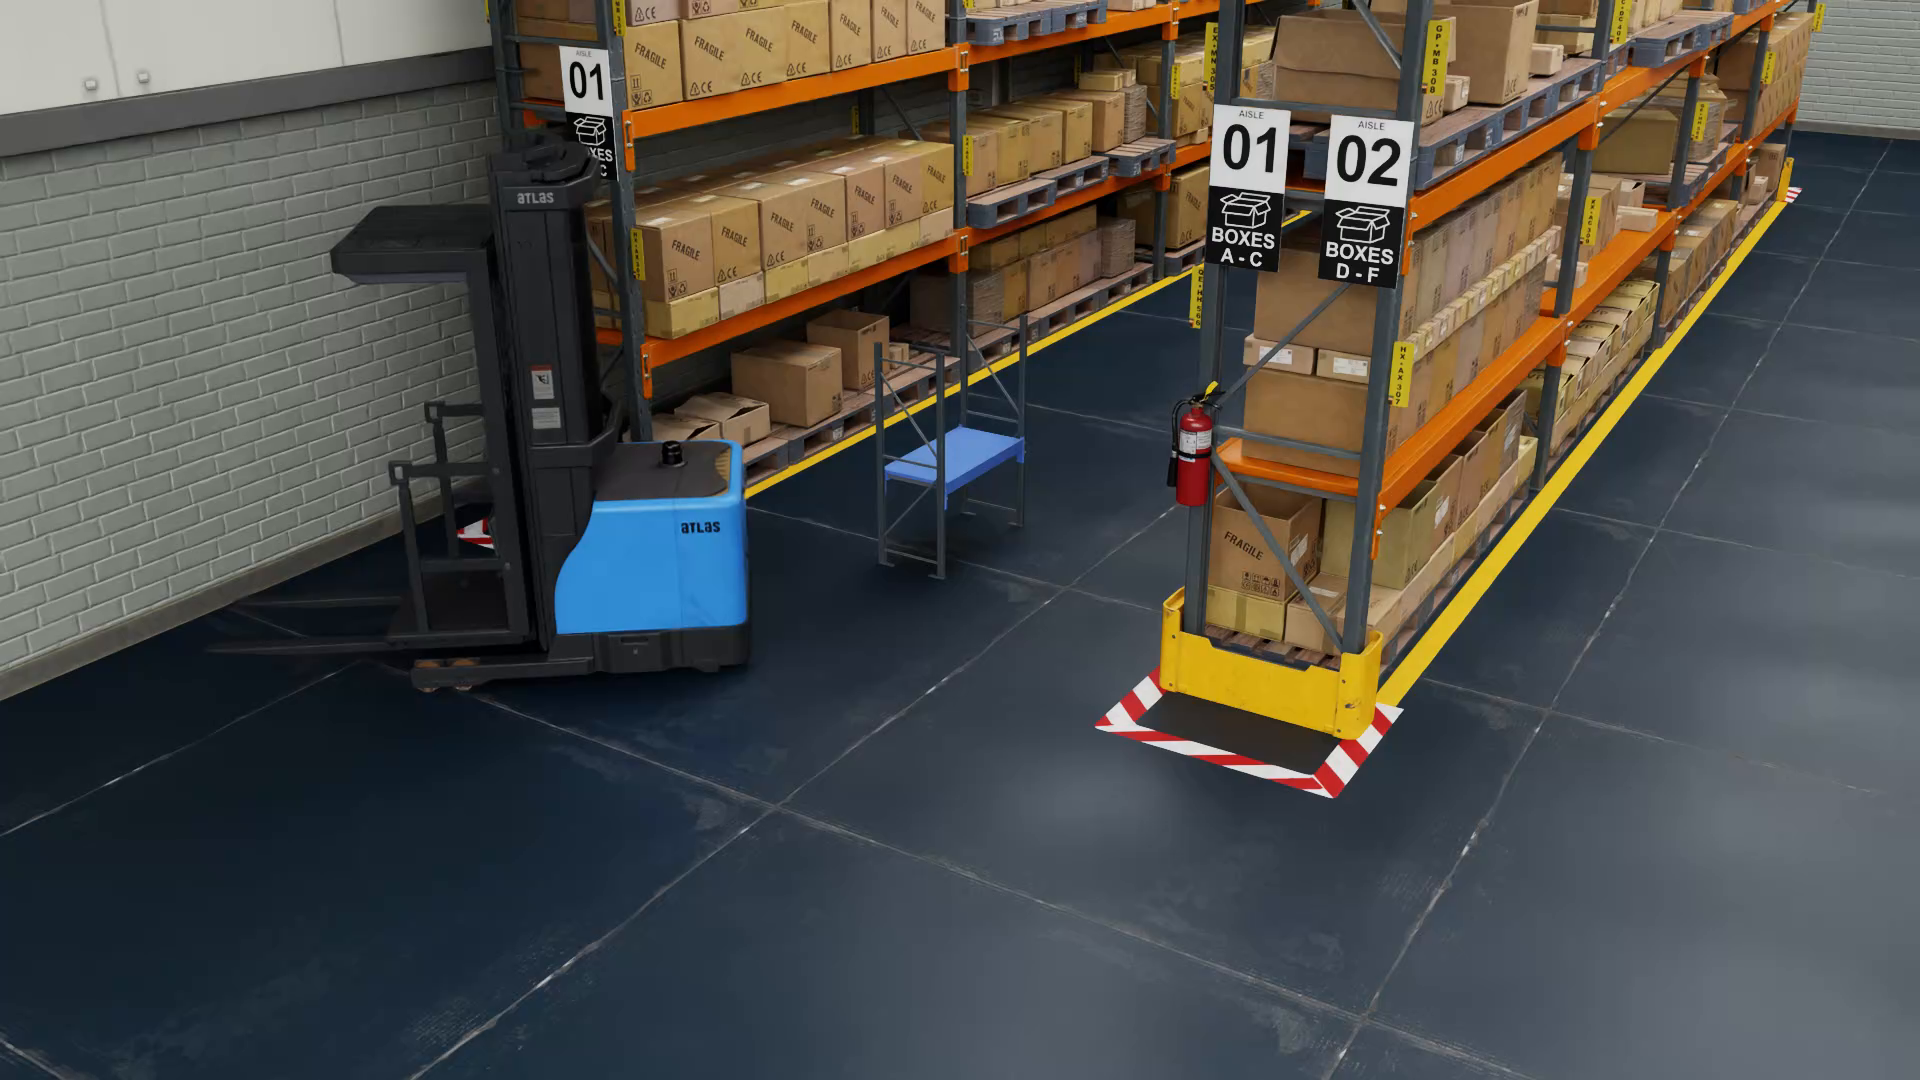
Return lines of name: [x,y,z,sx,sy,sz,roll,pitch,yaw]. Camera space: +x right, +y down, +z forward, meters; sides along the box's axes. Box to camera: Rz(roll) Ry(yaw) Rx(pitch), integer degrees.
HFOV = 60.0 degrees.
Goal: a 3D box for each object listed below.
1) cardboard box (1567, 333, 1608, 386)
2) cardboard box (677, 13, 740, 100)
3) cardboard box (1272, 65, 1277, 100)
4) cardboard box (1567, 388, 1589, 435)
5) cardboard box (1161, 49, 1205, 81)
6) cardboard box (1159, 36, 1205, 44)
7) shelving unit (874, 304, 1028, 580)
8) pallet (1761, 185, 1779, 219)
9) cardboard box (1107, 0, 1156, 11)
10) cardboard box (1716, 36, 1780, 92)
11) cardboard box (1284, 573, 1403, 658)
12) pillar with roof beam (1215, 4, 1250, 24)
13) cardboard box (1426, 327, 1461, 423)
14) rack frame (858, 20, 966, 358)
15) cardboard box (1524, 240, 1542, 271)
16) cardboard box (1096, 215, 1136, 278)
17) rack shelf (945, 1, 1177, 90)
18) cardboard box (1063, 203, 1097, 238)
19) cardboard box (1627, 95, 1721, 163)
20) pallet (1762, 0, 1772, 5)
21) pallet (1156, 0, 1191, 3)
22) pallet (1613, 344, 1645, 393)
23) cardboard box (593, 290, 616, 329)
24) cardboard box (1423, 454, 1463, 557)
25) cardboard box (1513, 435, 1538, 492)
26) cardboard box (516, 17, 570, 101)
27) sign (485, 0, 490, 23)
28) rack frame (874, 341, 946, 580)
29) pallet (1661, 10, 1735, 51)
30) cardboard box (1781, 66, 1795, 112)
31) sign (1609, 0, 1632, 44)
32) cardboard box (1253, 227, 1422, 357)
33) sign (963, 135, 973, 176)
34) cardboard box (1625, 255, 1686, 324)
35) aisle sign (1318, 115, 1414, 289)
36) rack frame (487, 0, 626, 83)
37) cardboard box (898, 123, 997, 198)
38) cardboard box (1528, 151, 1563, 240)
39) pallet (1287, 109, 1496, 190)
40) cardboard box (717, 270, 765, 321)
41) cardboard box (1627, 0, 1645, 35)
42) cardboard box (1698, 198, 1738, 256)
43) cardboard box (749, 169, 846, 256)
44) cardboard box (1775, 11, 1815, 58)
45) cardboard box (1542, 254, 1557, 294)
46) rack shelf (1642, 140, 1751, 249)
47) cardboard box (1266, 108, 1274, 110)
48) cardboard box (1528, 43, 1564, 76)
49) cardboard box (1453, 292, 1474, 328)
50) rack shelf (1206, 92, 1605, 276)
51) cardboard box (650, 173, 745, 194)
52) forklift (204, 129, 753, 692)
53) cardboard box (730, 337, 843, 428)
cardboard box: [4.776,-1.465,13.084,0.500,0.311,0.500,13,27,27]
cardboard box: [-1.812,-3.199,10.937,0.500,0.500,0.500,16,28,32]
cardboard box: [3.526,-5.392,19.404,0.500,0.500,0.500,14,27,29]
cardboard box: [4.500,-1.034,12.795,0.500,0.250,0.500,15,27,30]
cardboard box: [2.447,-5.050,17.670,0.500,0.250,0.500,13,27,28]
cardboard box: [2.542,-5.495,18.698,0.500,0.250,0.500,13,27,28]
shelving unit: [-0.045,-0.659,10.886,0.538,1.500,1.048,14,27,29]
pallet: [9.676,-4.322,20.968,1.003,0.211,1.213,14,27,29]
cardboard box: [1.555,-5.278,15.979,0.500,0.311,0.500,14,27,29]
cardboard box: [8.514,-5.151,17.989,0.500,0.500,0.500,15,27,30]
cardboard box: [2.168,0.438,9.394,0.500,0.250,0.500,14,27,29]
pillar with roof beam: [7.107,-7.852,18.060,9.100,9.000,0.400,14,27,29]
cardboard box: [2.493,-1.042,9.755,0.700,0.500,0.500,14,27,29]
rack frame: [-0.404,-2.883,14.134,1.000,3.000,0.127,14,27,29]
cardboard box: [3.577,-1.881,10.878,0.380,0.149,0.250,13,27,27]
cardboard box: [1.370,-3.034,17.076,0.700,0.500,0.500,14,27,30]
rack shelf: [0.651,-4.605,15.241,1.077,0.370,4.000,14,27,29]
cardboard box: [1.016,-3.199,16.513,0.500,0.250,0.500,14,27,30]
cardboard box: [6.797,-3.940,15.921,0.700,0.500,0.500,20,31,39]
pallet: [7.623,-5.631,16.943,1.213,0.211,1.003,14,27,29]
pallet: [2.000,-5.752,17.222,1.213,0.211,1.003,15,28,31]
pallet: [5.449,-1.647,14.789,1.003,0.211,1.213,14,27,29]
cardboard box: [-2.432,-1.672,11.500,0.500,0.250,0.500,14,27,30]
cardboard box: [2.683,-0.246,10.032,0.500,0.500,0.500,14,27,29]
cardboard box: [3.747,-0.575,11.735,0.500,0.250,0.500,14,27,29]
cardboard box: [-2.509,-3.159,10.844,0.500,0.500,0.500,16,28,33]
sign: [-2.975,-3.439,10.528,0.100,0.325,0.005,14,27,29]
rack frame: [-0.313,-0.488,10.489,0.500,1.500,0.032,14,27,29]
pallet: [5.634,-4.238,13.727,1.213,0.211,1.003,15,28,31]
cardboard box: [9.593,-5.391,19.802,0.500,0.500,0.500,14,27,29]
sign: [4.279,-3.381,10.757,0.100,0.325,0.005,14,27,29]
cardboard box: [1.981,-1.310,8.742,0.700,0.500,0.500,14,27,29]
sign: [0.061,-3.169,13.706,0.100,0.325,0.005,14,27,29]
cardboard box: [6.399,-2.345,15.484,0.500,0.500,0.500,15,28,31]
aisle sign: [1.922,-1.603,7.905,0.394,0.787,0.004,14,27,29]
rack frame: [-2.514,-4.286,9.824,1.000,3.000,0.127,14,27,29]
cardboard box: [-0.107,-3.296,14.407,0.700,0.500,0.500,14,27,29]
cardboard box: [3.578,-2.336,11.113,0.700,0.500,0.500,14,27,29]
pallet: [2.091,-2.065,8.581,1.003,0.211,1.213,14,27,29]
cardboard box: [-1.725,-1.750,11.680,0.500,0.250,0.500,13,27,27]
cardboard box: [4.867,-3.979,12.551,0.500,0.250,0.500,11,26,25]
cardboard box: [8.009,-3.375,17.862,0.500,0.500,0.500,14,27,29]
cardboard box: [-1.198,-2.430,12.308,0.500,0.500,0.500,15,27,31]
cardboard box: [10.135,-6.193,20.396,0.500,0.500,0.500,14,27,29]
cardboard box: [4.029,-1.953,12.174,0.500,0.250,0.500,16,28,32]
rack shelf: [6.971,-3.541,16.560,1.077,0.370,4.000,14,27,29]
cardboard box: [3.501,-5.034,19.394,0.380,0.149,0.250,14,27,29]
cardboard box: [3.402,-2.900,10.009,0.380,0.149,0.250,14,27,29]
cardboard box: [2.764,-1.362,9.679,0.380,0.149,0.250,13,27,28]
rack shelf: [2.751,-2.218,9.727,1.077,0.370,4.000,14,27,29]
cardboard box: [-1.903,-2.364,12.156,0.500,0.500,0.500,13,27,28]
forklift: [-2.746,-0.719,9.221,3.031,2.935,1.130,-2,24,-5]
cardboard box: [-1.343,-1.232,12.913,0.700,0.500,0.500,12,26,26]
